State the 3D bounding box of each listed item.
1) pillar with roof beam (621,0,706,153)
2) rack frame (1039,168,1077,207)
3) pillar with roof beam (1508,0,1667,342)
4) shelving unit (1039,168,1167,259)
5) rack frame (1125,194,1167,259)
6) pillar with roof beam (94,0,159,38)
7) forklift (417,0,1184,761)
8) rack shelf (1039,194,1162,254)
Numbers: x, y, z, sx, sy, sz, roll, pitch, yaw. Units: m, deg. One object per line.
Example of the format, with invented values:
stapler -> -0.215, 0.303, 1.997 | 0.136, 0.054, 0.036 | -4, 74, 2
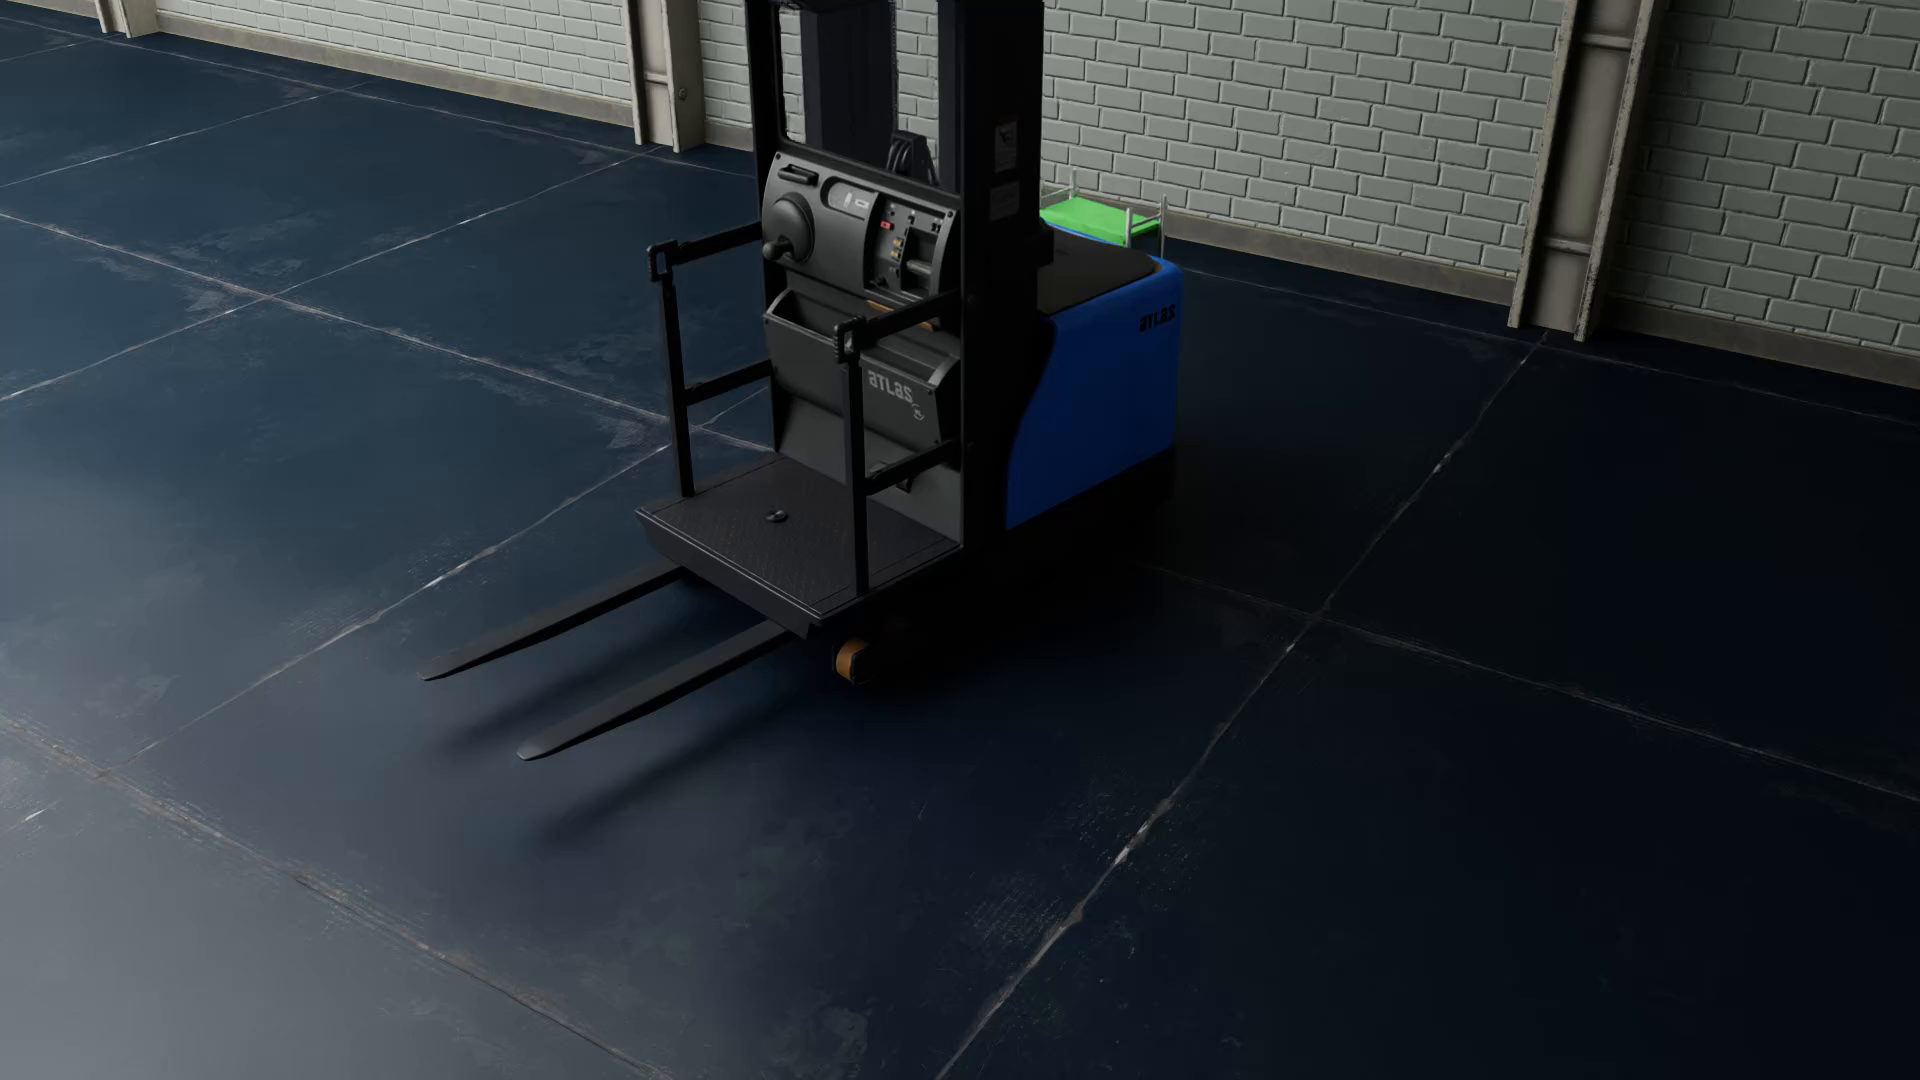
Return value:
pillar with roof beam -> -4.270, -4.785, 6.022 | 0.400, 9.000, 9.100 | 18, 35, 27
rack frame -> 0.407, -1.021, 7.309 | 0.015, 1.200, 0.240 | 26, 39, 37
pillar with roof beam -> 0.812, -3.178, 3.266 | 0.400, 9.000, 9.100 | 18, 35, 27
shelving unit -> 0.582, -0.935, 7.161 | 0.503, 1.200, 0.258 | 26, 39, 37
rack frame -> 0.756, -0.849, 7.014 | 0.015, 1.200, 0.240 | 26, 39, 37
pillar with roof beam -> -9.352, -6.392, 8.777 | 0.400, 9.000, 9.100 | 18, 35, 27
forklift -> -0.510, -1.050, 5.641 | 1.130, 2.935, 3.031 | 27, 40, 38
rack shelf -> 0.582, -1.294, 6.952 | 0.480, 0.148, 0.258 | 26, 39, 37
